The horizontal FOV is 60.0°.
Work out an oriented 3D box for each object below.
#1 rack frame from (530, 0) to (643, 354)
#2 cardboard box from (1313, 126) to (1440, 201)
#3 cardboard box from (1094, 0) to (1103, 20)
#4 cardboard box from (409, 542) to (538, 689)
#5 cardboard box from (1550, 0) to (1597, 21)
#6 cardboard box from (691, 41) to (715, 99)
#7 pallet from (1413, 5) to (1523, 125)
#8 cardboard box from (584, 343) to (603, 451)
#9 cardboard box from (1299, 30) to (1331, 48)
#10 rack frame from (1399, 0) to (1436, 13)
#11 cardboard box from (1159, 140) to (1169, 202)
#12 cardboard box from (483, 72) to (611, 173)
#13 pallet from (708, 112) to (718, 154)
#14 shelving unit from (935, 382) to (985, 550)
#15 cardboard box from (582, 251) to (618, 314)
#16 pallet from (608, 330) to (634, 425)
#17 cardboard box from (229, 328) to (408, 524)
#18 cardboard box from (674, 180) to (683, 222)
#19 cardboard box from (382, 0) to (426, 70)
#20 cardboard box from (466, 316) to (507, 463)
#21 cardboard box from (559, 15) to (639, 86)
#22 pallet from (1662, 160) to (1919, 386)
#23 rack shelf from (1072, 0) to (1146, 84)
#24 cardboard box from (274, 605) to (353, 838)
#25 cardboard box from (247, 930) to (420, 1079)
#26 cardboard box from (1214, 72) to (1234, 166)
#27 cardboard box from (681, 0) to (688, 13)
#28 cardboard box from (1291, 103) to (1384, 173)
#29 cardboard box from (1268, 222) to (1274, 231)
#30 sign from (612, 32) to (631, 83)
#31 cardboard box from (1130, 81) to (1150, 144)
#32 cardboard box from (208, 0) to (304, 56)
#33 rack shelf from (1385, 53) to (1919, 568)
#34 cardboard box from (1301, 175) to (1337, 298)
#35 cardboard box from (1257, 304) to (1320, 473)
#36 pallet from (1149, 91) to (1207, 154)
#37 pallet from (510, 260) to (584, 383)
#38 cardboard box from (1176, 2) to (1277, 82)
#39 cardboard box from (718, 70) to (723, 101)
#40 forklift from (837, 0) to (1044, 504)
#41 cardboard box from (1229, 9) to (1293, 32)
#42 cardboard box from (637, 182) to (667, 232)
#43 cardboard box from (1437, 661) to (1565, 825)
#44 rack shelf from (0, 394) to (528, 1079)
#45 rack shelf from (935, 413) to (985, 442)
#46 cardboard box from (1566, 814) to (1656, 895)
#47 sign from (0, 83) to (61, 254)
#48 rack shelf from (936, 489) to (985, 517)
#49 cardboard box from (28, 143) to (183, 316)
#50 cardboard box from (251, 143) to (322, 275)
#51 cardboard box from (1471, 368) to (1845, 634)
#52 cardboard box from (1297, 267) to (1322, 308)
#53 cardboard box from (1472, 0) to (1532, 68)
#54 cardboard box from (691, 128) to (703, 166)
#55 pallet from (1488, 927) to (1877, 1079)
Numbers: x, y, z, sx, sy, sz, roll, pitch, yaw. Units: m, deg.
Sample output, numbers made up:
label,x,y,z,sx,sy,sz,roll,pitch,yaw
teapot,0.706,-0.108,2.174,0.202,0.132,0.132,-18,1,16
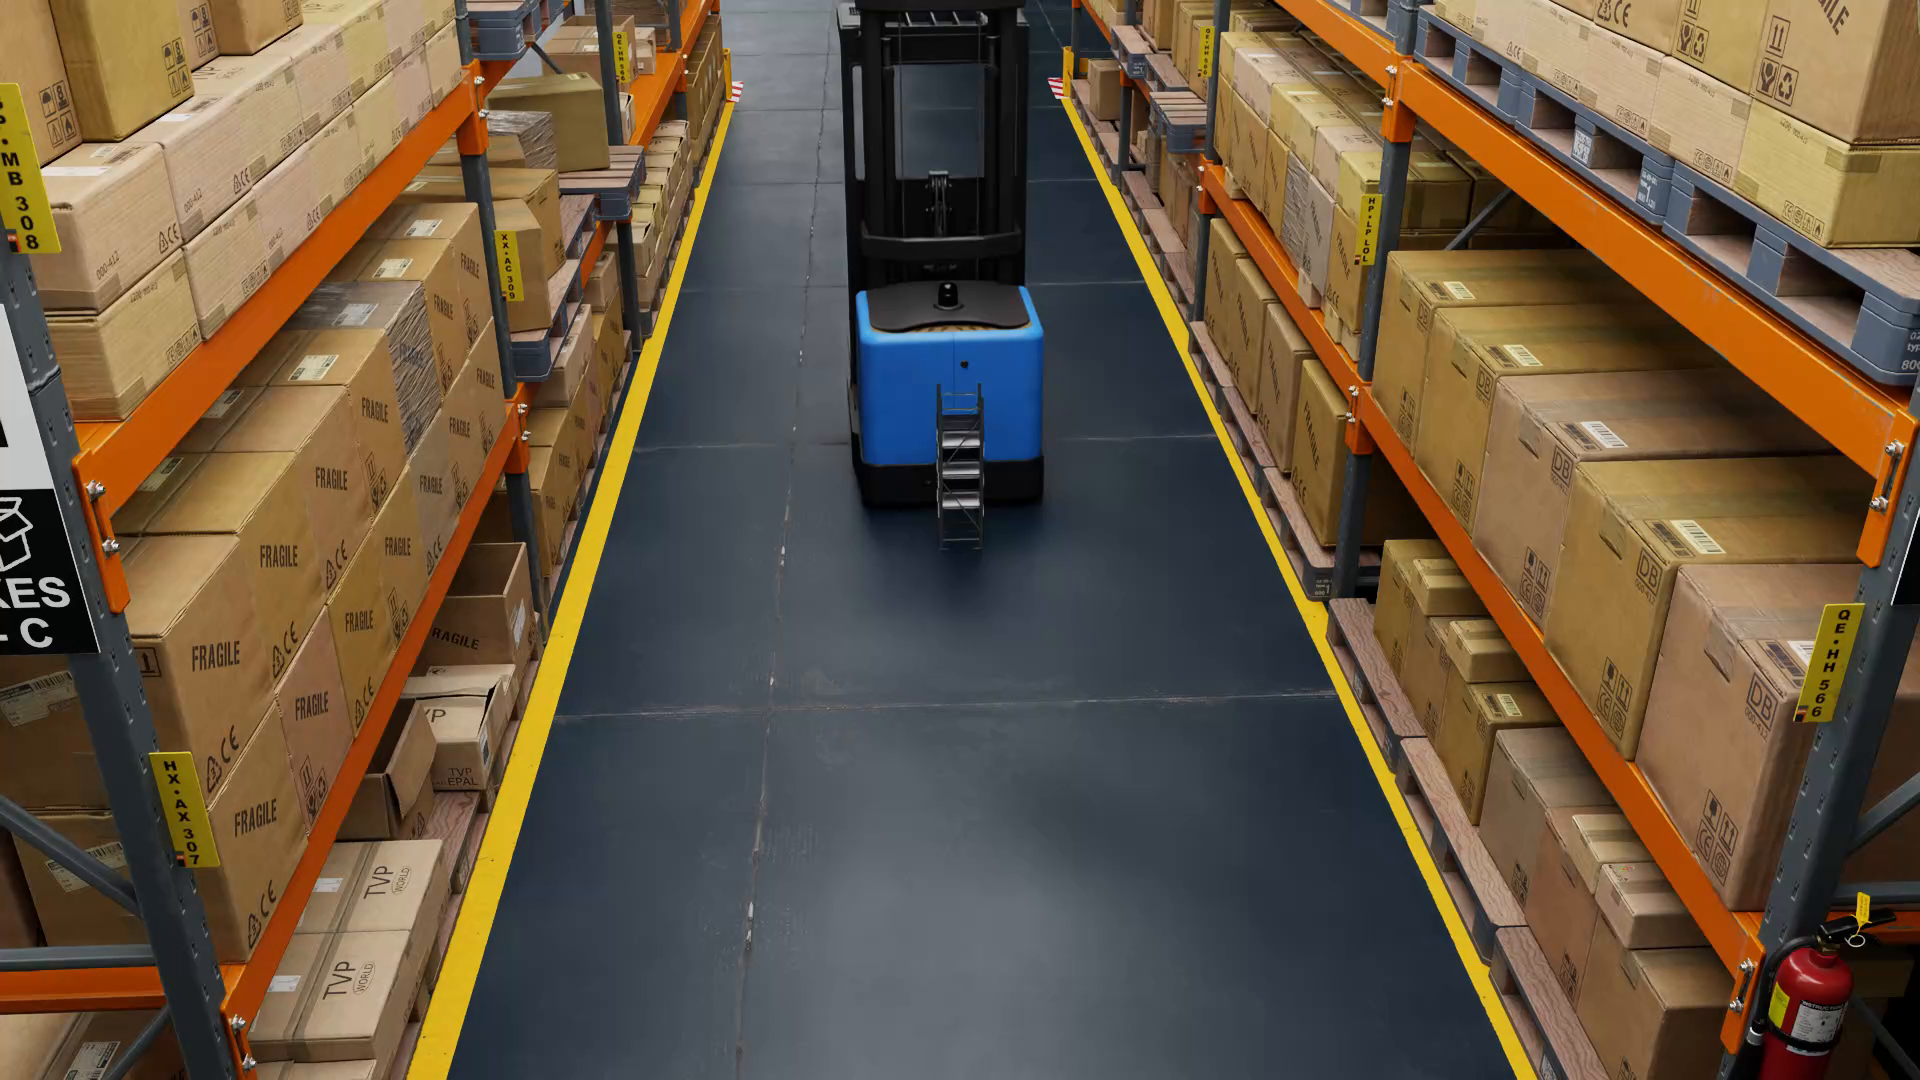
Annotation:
label,x,y,z,sx,sy,sz,roll,pitch,yaw
rack frame,-2.763,-2.668,11.122,1.000,3.000,0.127,-1,28,-3
cardboard box,2.095,-1.905,8.397,0.500,0.250,0.500,-1,28,-2
cardboard box,1.588,-5.252,16.218,0.500,0.250,0.500,-2,28,-3
cardboard box,-2.241,0.349,7.565,0.500,0.500,0.500,-1,28,-3
cardboard box,2.214,-1.967,5.324,0.500,0.500,0.500,-1,28,-2
cardboard box,-2.764,-4.729,16.782,0.500,0.500,0.500,-1,28,-3
pallet,2.425,-1.855,6.414,1.003,0.211,1.213,-1,28,-3
cardboard box,-2.420,-0.847,9.858,0.500,0.500,0.500,-2,28,-5
cardboard box,2.466,-3.104,10.695,0.500,0.250,0.500,-1,28,-1
rack frame,2.392,-3.602,6.425,1.000,3.000,0.127,-1,28,-3
cardboard box,2.107,-3.146,14.266,0.700,0.500,0.500,-2,28,-4
cardboard box,-2.618,-2.610,10.449,0.700,0.500,0.500,-11,29,-20
pallet,-3.039,-4.212,17.097,1.003,0.211,1.213,-1,28,-3
shelving unit,0.000,-0.395,9.035,0.258,0.900,0.210,-1,28,-3
cardboard box,-2.473,-1.635,10.558,0.500,0.250,0.500,0,28,-1
pallet,-2.762,-1.086,11.104,1.003,0.211,1.213,-1,28,-3
cardboard box,-2.189,-0.379,5.544,0.500,0.500,0.500,-2,28,-3
cardboard box,-2.609,-2.828,13.947,0.500,0.250,0.500,-1,28,-2
cardboard box,-2.235,-1.857,5.944,0.500,0.250,0.500,-1,28,-3
cardboard box,-2.272,-0.640,7.126,0.500,0.500,0.500,-1,28,-2
cardboard box,-2.921,-3.961,13.493,0.500,0.500,0.500,1,28,1
pallet,2.552,-0.728,4.254,1.003,0.211,1.213,-1,28,-3
rack shelf,1.870,-5.241,16.833,1.077,0.370,4.000,-1,28,-3
cardboard box,-2.138,0.533,4.877,0.500,0.500,0.500,-2,28,-3
cardboard box,-2.117,1.562,5.509,0.500,0.250,0.500,-1,28,-3
cardboard box,1.953,-2.744,10.816,0.500,0.500,0.500,-1,28,-1
cardboard box,-3.086,-5.476,16.397,0.700,0.500,0.500,-1,28,-1
cardboard box,2.069,-2.141,8.849,0.500,0.250,0.500,-1,28,-2
cardboard box,2.064,-1.936,9.967,0.380,0.149,0.250,-1,28,-2
sign,-2.222,-3.164,10.906,0.100,0.325,0.005,-1,28,-3
cardboard box,1.881,-4.202,16.289,0.500,0.500,0.500,-3,28,-7
cardboard box,-2.396,-1.722,4.876,0.700,0.500,0.500,-1,28,-3
rack shelf,2.497,-1.029,5.514,1.077,0.370,4.000,-1,28,-3
cardboard box,2.080,-1.570,8.564,0.500,0.500,0.500,-1,28,-2
cardboard box,2.179,-0.882,9.569,0.750,0.750,0.750,-1,28,-1
pallet,2.040,-3.031,12.025,1.213,0.211,1.003,-1,28,-3
pallet,-2.487,-1.107,8.337,1.003,0.211,1.213,-1,28,-3
cardboard box,2.062,-3.820,12.747,0.700,0.500,0.500,-1,28,-3
cardboard box,-2.820,-4.858,17.841,0.500,0.250,0.500,-1,28,-3
forklift,-0.168,-2.157,10.217,1.130,2.935,3.031,-2,28,-5
cardboard box,2.104,-3.623,11.668,0.380,0.149,0.250,-6,28,-11
cardboard box,-2.558,-2.611,12.924,0.500,0.311,0.500,-2,28,-4
cardboard box,2.377,0.797,6.727,0.700,0.500,0.500,-1,28,-1
rack shelf,-2.450,0.422,5.975,1.077,0.370,4.000,-1,28,-3
rack shelf,0.000,-0.605,8.925,0.258,0.077,0.200,-1,28,-3
cardboard box,2.262,1.046,5.548,0.380,0.149,0.250,-1,28,-1
sign,-1.804,-0.704,3.168,0.100,0.325,0.005,-1,28,-3
rack shelf,0.000,-0.206,9.133,0.258,0.077,0.200,-1,28,-3
cardboard box,-2.112,-0.702,3.730,0.500,0.250,0.500,-1,28,-3
cardboard box,-2.159,-0.942,4.732,0.500,0.250,0.500,-1,28,-3
cardboard box,2.485,-0.151,5.972,0.980,0.700,0.700,-3,28,-5
cardboard box,2.014,-1.346,8.837,0.380,0.149,0.250,-1,28,-3
cardboard box,2.178,-1.875,5.957,0.500,0.250,0.500,-2,28,-4
cardboard box,-2.694,-3.704,15.627,0.500,0.250,0.500,-1,28,-3
pallet,2.481,1.774,5.620,1.003,0.211,1.213,-1,28,-3
